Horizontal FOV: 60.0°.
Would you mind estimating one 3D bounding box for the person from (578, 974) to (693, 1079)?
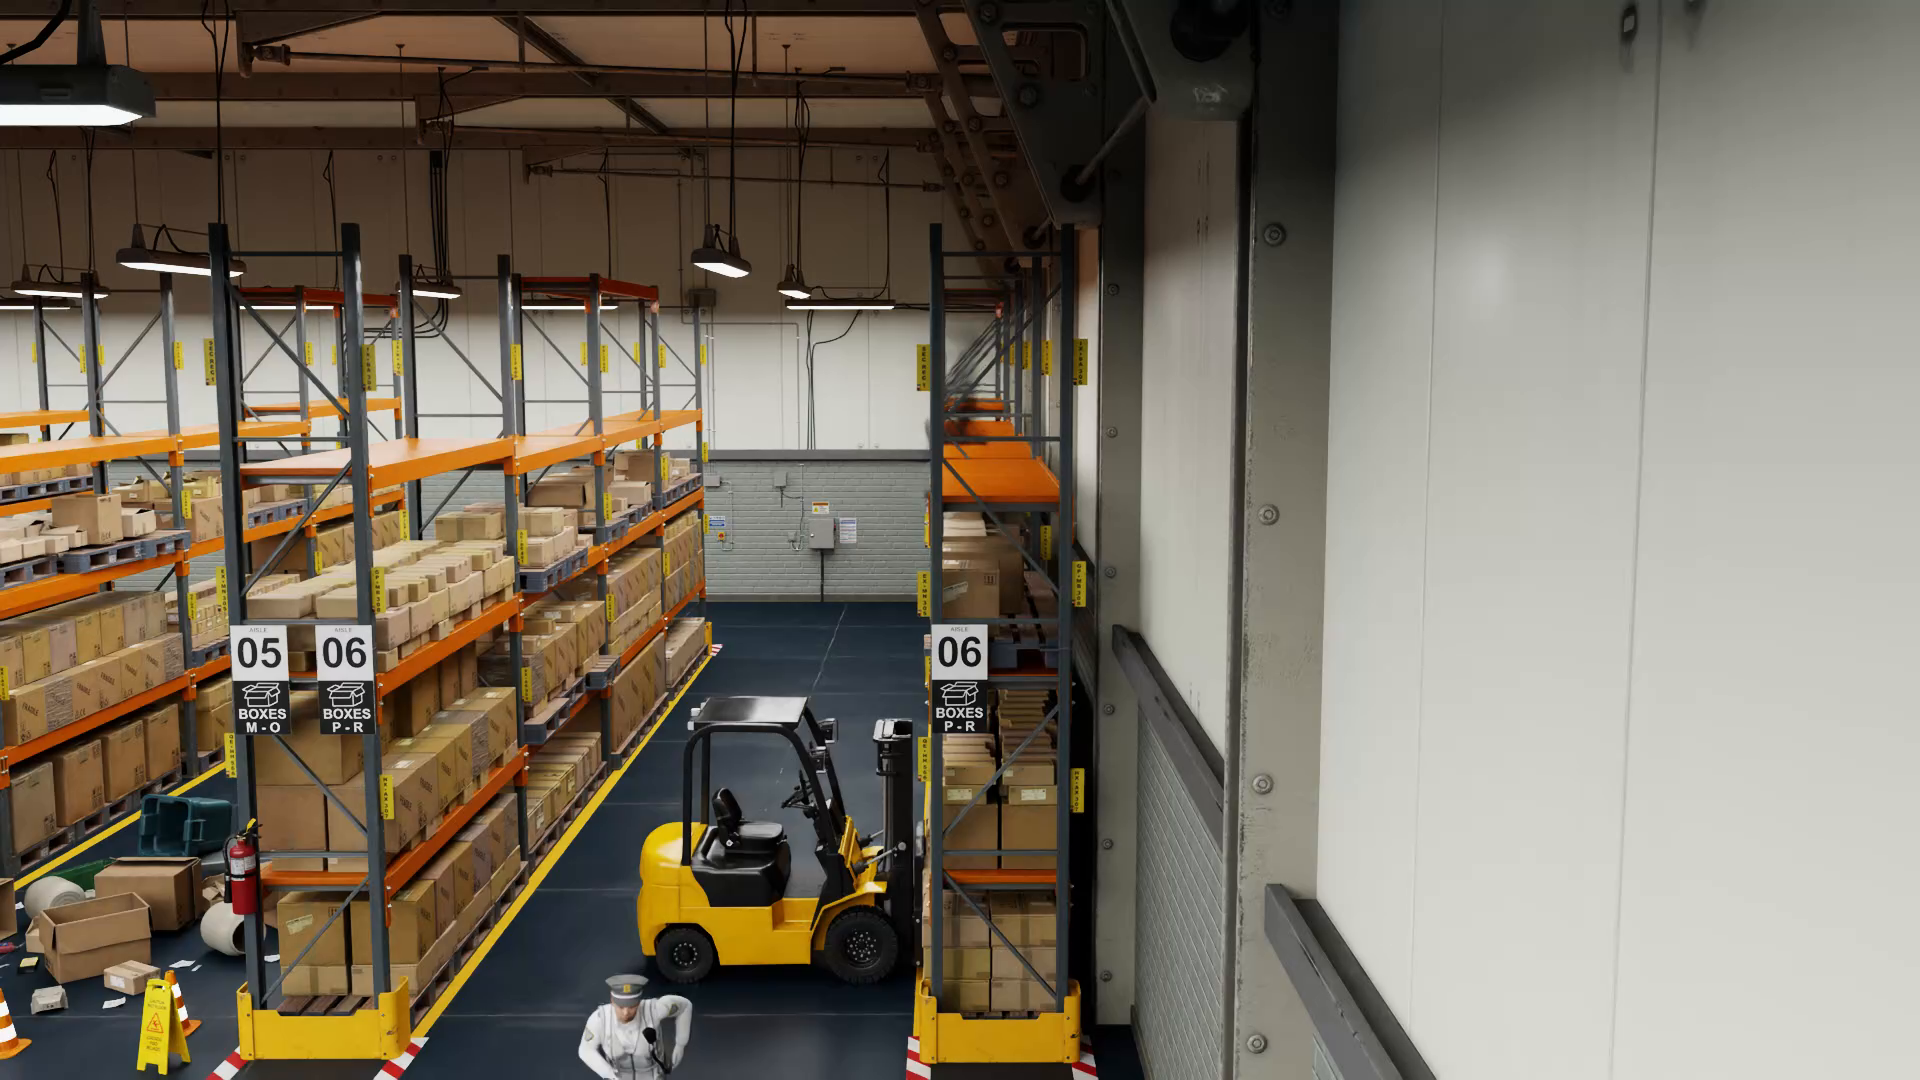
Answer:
[{"bbox_3d":[-1.920,3.259,9.945,0.656,1.621,0.955,-1,7,-6],"label":"person"}]
